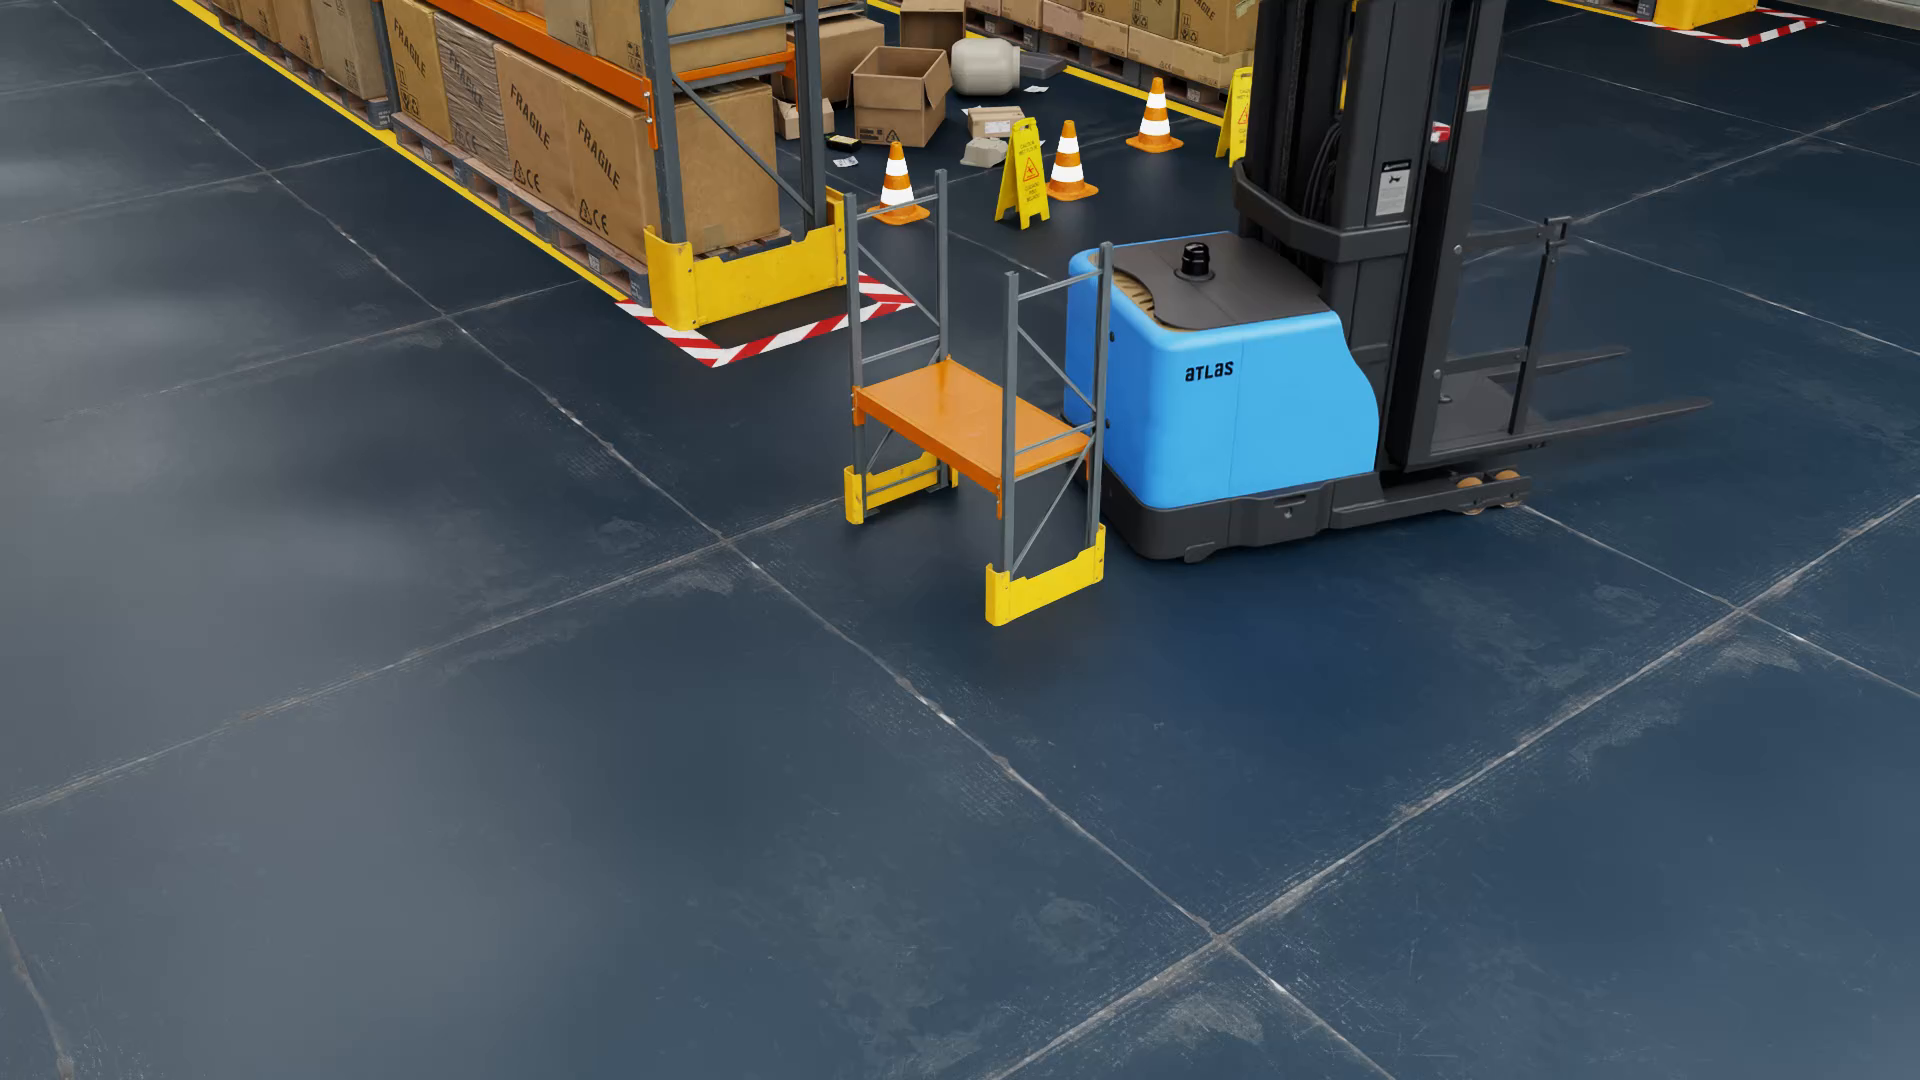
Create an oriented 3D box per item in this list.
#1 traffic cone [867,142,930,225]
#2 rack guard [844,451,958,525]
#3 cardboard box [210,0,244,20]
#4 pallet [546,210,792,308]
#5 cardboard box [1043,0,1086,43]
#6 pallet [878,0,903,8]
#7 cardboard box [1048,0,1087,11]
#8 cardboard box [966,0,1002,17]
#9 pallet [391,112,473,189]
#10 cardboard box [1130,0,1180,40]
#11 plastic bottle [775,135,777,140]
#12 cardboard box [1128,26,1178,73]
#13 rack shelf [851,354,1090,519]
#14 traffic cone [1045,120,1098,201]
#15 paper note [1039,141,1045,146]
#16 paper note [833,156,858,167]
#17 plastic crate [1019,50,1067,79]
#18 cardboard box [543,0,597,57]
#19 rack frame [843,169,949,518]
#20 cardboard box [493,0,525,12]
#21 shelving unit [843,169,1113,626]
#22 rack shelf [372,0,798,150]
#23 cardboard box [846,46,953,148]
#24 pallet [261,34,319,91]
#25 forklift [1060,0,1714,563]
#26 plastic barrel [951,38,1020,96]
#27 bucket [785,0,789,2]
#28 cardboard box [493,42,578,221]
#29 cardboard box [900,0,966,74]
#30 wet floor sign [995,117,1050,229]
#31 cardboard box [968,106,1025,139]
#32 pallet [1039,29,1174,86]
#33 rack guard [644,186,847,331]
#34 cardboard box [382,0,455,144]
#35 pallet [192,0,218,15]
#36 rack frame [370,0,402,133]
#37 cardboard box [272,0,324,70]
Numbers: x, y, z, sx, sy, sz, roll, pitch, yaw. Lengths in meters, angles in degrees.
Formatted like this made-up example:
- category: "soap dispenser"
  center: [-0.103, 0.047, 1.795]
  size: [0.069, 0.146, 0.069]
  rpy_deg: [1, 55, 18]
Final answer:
- category: "traffic cone"
  center: [-0.393, -2.275, 10.475]
  size: [0.336, 0.463, 0.334]
  rpy_deg: [-22, 38, -31]
- category: "rack guard"
  center: [-0.259, -0.282, 7.467]
  size: [0.587, 0.250, 0.087]
  rpy_deg: [-22, 38, -31]
- category: "cardboard box"
  center: [-5.793, -4.946, 14.105]
  size: [1.050, 0.750, 0.750]
  rpy_deg: [-23, 38, -32]
- category: "pallet"
  center: [-1.741, -1.795, 9.941]
  size: [1.003, 0.211, 1.213]
  rpy_deg: [-22, 38, -31]
- category: "cardboard box"
  center: [1.018, -4.221, 13.411]
  size: [0.500, 0.250, 0.500]
  rpy_deg: [-23, 38, -32]
- category: "pallet"
  center: [-0.273, -5.122, 15.297]
  size: [1.003, 0.211, 1.213]
  rpy_deg: [-22, 38, -31]
- category: "cardboard box"
  center: [1.009, -4.543, 13.218]
  size: [0.500, 0.500, 0.500]
  rpy_deg: [-20, 37, -29]
- category: "cardboard box"
  center: [0.355, -4.660, 14.118]
  size: [0.500, 0.250, 0.500]
  rpy_deg: [-24, 39, -33]
- category: "pallet"
  center: [-3.238, -2.812, 11.578]
  size: [1.003, 0.211, 1.213]
  rpy_deg: [-22, 38, -31]
- category: "cardboard box"
  center: [1.639, -4.111, 12.523]
  size: [0.500, 0.500, 0.500]
  rpy_deg: [-21, 37, -30]
- category: "plastic bottle"
  center: [-1.414, -2.801, 11.702]
  size: [0.133, 0.061, 0.283]
  rpy_deg: [18, 36, 27]
- category: "cardboard box"
  center: [1.639, -3.794, 12.724]
  size: [0.500, 0.250, 0.500]
  rpy_deg: [-22, 38, -31]
- category: "rack shelf"
  center: [0.052, -0.449, 6.892]
  size: [0.538, 0.185, 1.000]
  rpy_deg: [-22, 38, -31]
- category: "traffic cone"
  center: [0.708, -2.499, 10.835]
  size: [0.336, 0.463, 0.334]
  rpy_deg: [-22, 38, -31]
- category: "paper note"
  center: [0.507, -2.804, 11.736]
  size: [0.142, 0.019, 0.148]
  rpy_deg: [18, 36, 27]
- category: "paper note"
  center: [-0.784, -2.596, 11.402]
  size: [0.144, 0.017, 0.142]
  rpy_deg: [-10, 33, -15]
- category: "plastic crate"
  center: [0.521, -3.823, 13.329]
  size: [0.583, 0.080, 0.402]
  rpy_deg: [18, 36, 27]
- category: "cardboard box"
  center: [-1.807, -3.098, 9.253]
  size: [0.875, 0.550, 0.550]
  rpy_deg: [-22, 38, -31]
- category: "rack frame"
  center: [-0.259, -0.813, 7.138]
  size: [0.500, 1.500, 0.032]
  rpy_deg: [-22, 38, -31]
- category: "cardboard box"
  center: [-2.409, -3.579, 10.028]
  size: [0.875, 0.550, 0.500]
  rpy_deg: [-22, 38, -31]
- category: "shelving unit"
  center: [0.047, -0.605, 6.803]
  size: [0.587, 1.500, 1.083]
  rpy_deg: [-22, 38, -31]
- category: "rack shelf"
  center: [-2.416, -3.200, 10.241]
  size: [1.077, 0.370, 4.000]
  rpy_deg: [-22, 38, -31]
- category: "cardboard box"
  center: [-0.418, -3.168, 11.874]
  size: [0.637, 0.503, 0.797]
  rpy_deg: [6, 32, 10]
- category: "pallet"
  center: [-4.927, -3.961, 13.427]
  size: [1.003, 0.211, 1.213]
  rpy_deg: [-22, 38, -31]
- category: "forklift"
  center: [2.034, -1.608, 7.062]
  size: [3.031, 2.935, 1.130]
  rpy_deg: [-10, 33, -16]
- category: "plastic barrel"
  center: [0.196, -3.592, 12.633]
  size: [0.512, 0.421, 0.421]
  rpy_deg: [1, 32, 2]
- category: "bucket"
  center: [-1.738, -4.284, 12.966]
  size: [0.726, 0.611, 0.620]
  rpy_deg: [-10, 23, -15]
- category: "cardboard box"
  center: [-2.199, -2.575, 10.169]
  size: [0.875, 0.875, 0.875]
  rpy_deg: [-23, 39, -32]
- category: "cardboard box"
  center: [-0.212, -4.035, 13.271]
  size: [0.500, 0.500, 0.500]
  rpy_deg: [1, 32, 2]
- category: "wet floor sign"
  center: [0.393, -2.301, 10.342]
  size: [0.232, 0.644, 0.267]
  rpy_deg: [26, 40, 35]
- category: "cardboard box"
  center: [0.260, -2.997, 11.935]
  size: [0.380, 0.149, 0.250]
  rpy_deg: [-4, 32, -7]
- category: "pallet"
  center: [1.398, -4.021, 13.524]
  size: [1.003, 0.211, 1.213]
  rpy_deg: [-22, 38, -31]
- category: "rack guard"
  center: [-1.175, -1.600, 9.353]
  size: [1.175, 0.500, 0.348]
  rpy_deg: [-22, 38, -31]
- category: "cardboard box"
  center: [-3.312, -3.330, 11.385]
  size: [0.875, 0.875, 0.875]
  rpy_deg: [-22, 38, -31]
- category: "pallet"
  center: [-6.573, -5.148, 15.338]
  size: [1.003, 0.211, 1.213]
  rpy_deg: [-22, 38, -31]
- category: "rack frame"
  center: [-3.642, -4.339, 11.393]
  size: [1.000, 3.000, 0.127]
  rpy_deg: [-22, 38, -31]
- category: "cardboard box"
  center: [-4.682, -4.195, 12.895]
  size: [1.050, 0.750, 0.750]
  rpy_deg: [-22, 38, -31]
